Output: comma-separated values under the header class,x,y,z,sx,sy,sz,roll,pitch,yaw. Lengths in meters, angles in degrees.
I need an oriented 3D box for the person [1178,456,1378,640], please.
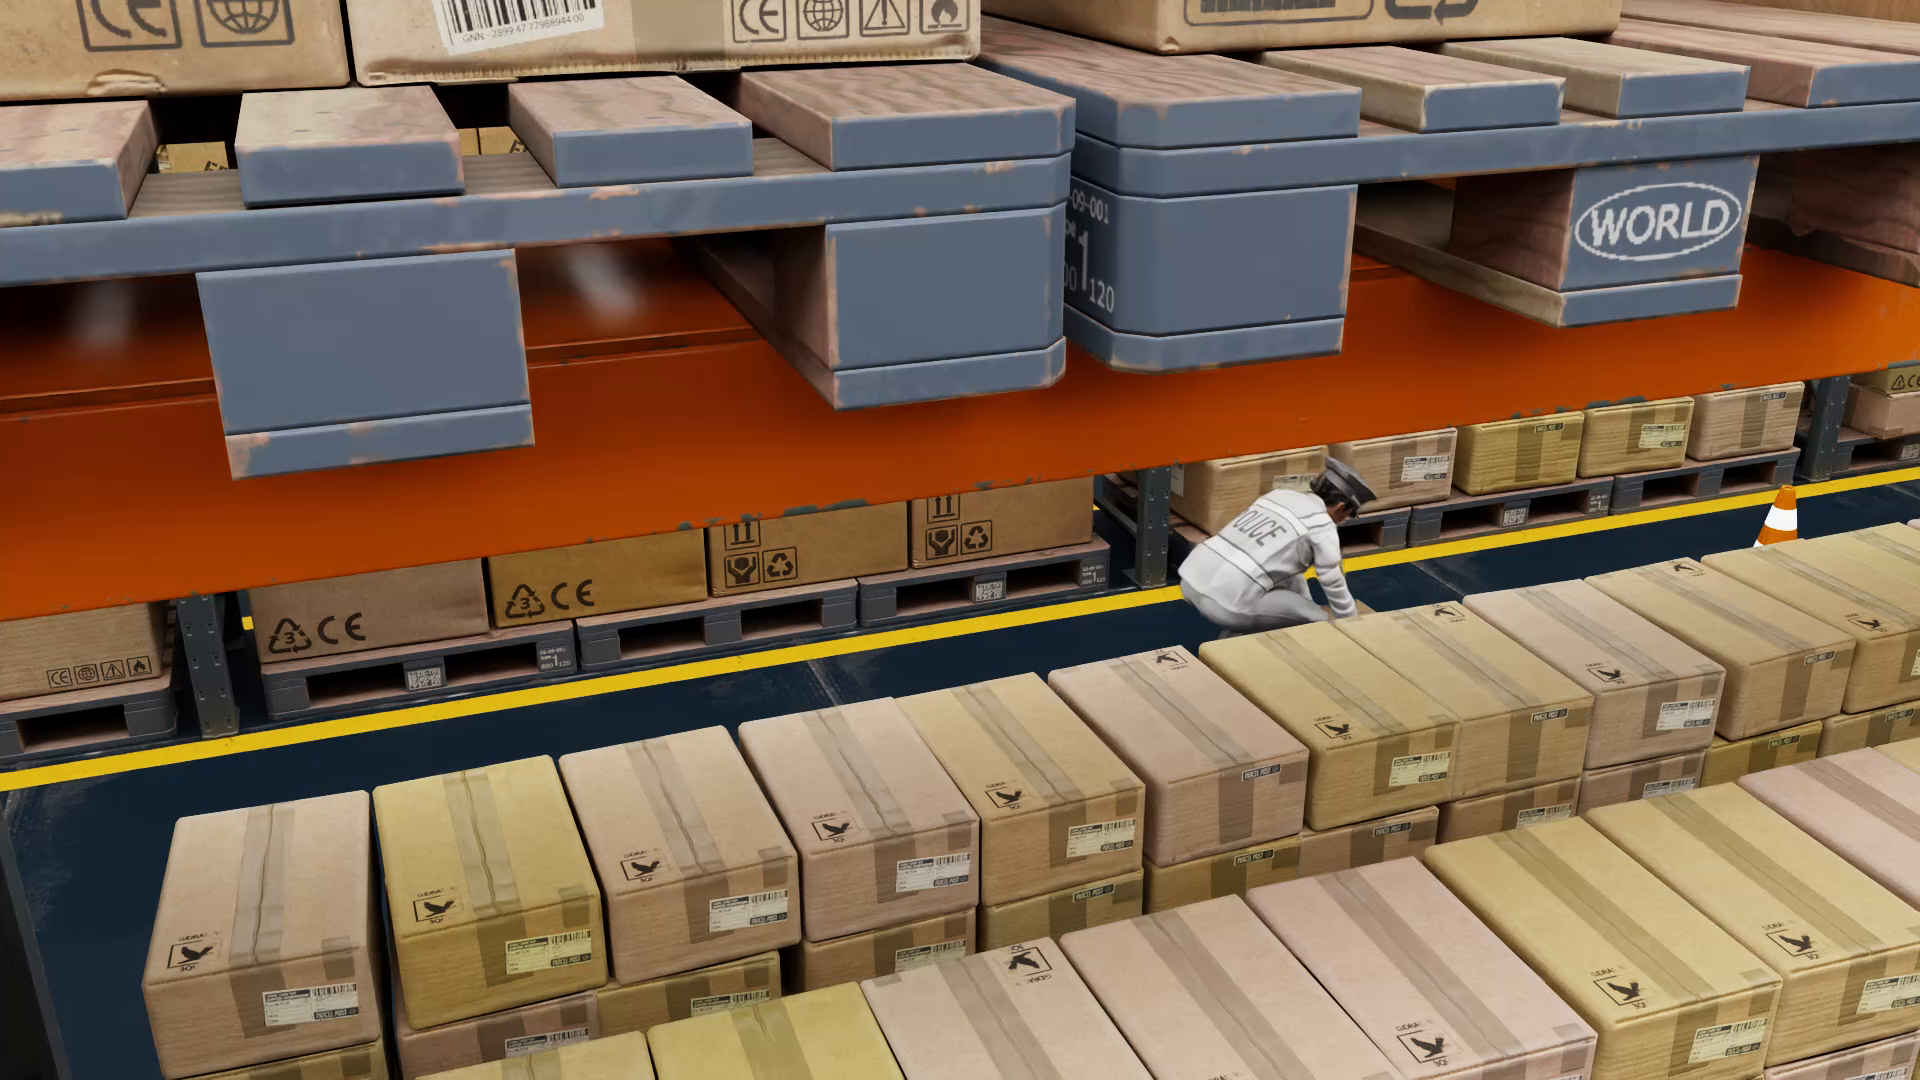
class,x,y,z,sx,sy,sz,roll,pitch,yaw
person,1.278,0.159,6.677,0.853,0.928,0.491,-8,24,-19
